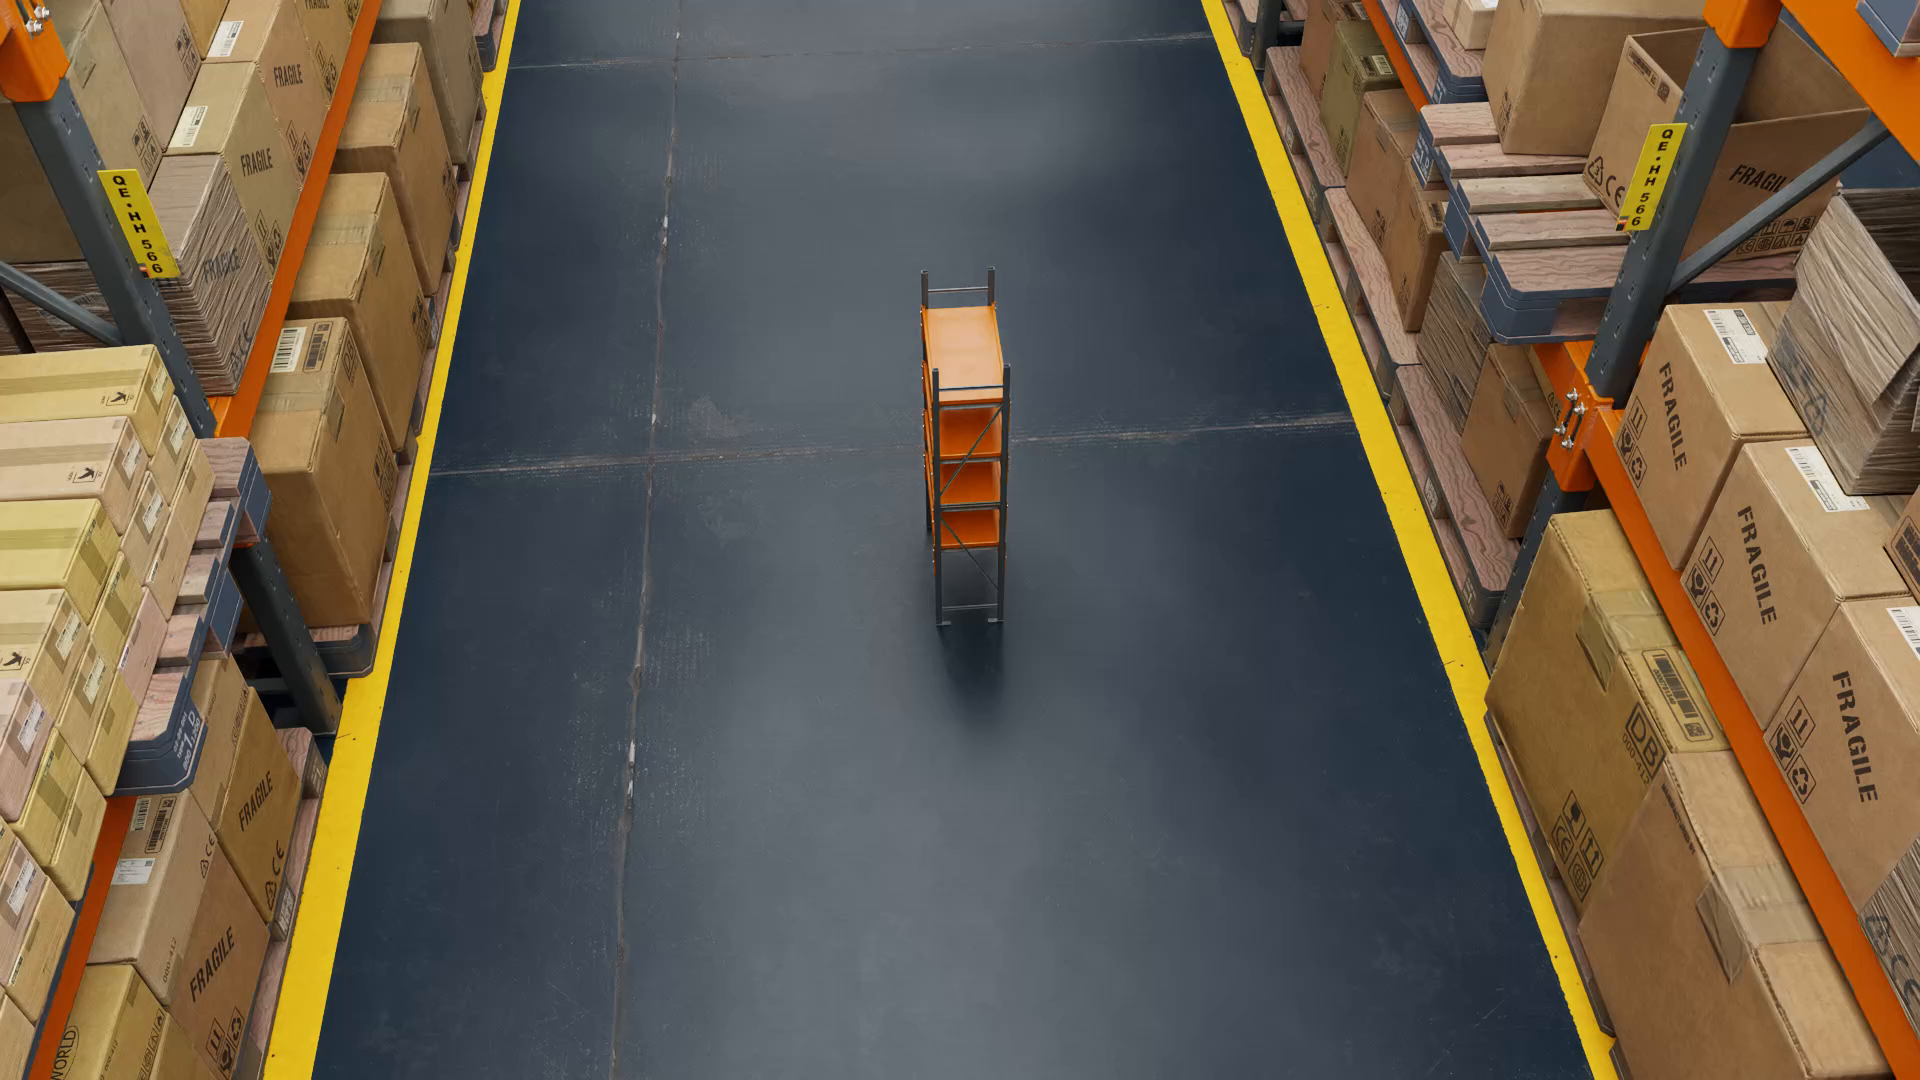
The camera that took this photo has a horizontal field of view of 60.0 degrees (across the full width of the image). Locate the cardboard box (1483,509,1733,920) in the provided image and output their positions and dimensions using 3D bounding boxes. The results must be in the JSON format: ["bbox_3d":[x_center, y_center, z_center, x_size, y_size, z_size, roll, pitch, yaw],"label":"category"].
[{"bbox_3d":[2.378,0.476,4.907,1.225,0.875,0.875,-5,47,-5],"label":"cardboard box"}]

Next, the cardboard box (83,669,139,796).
[{"bbox_3d":[-2.052,0.435,3.656,0.380,0.149,0.250,-4,47,-4],"label":"cardboard box"}]

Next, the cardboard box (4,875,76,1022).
[{"bbox_3d":[-2.008,0.817,3.294,0.380,0.149,0.250,-2,47,-2],"label":"cardboard box"}]

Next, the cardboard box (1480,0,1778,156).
[{"bbox_3d":[2.110,-1.576,5.318,0.700,0.500,0.500,3,47,3],"label":"cardboard box"}]

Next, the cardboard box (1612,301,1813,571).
[{"bbox_3d":[2.111,-0.277,4.378,0.500,0.500,0.500,-2,47,-2],"label":"cardboard box"}]

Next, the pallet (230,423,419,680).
[{"bbox_3d":[-2.601,0.001,6.103,1.003,0.211,1.213,-3,47,-3],"label":"pallet"}]

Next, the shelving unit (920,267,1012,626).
[{"bbox_3d":[0.014,-0.293,5.701,0.258,1.200,0.503,-3,47,-3],"label":"shelving unit"}]

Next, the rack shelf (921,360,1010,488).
[{"bbox_3d":[0.014,-0.400,5.587,0.258,0.148,0.480,-3,47,-3],"label":"rack shelf"}]

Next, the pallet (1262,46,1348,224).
[{"bbox_3d":[2.073,-1.983,7.982,1.003,0.211,1.213,-3,47,-3],"label":"pallet"}]

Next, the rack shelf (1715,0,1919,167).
[{"bbox_3d":[2.509,0.052,2.564,1.077,0.370,4.000,-3,47,-3],"label":"rack shelf"}]

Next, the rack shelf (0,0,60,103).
[{"bbox_3d":[-2.442,0.280,2.348,1.077,0.370,4.000,-3,47,-3],"label":"rack shelf"}]

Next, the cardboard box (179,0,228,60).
[{"bbox_3d":[-2.726,-1.823,5.153,0.700,0.500,0.500,-4,47,-4],"label":"cardboard box"}]

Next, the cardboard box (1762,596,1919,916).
[{"bbox_3d":[2.203,0.466,3.673,0.500,0.500,0.500,-4,47,-4],"label":"cardboard box"}]

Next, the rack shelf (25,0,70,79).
[{"bbox_3d":[-2.777,-2.614,5.089,1.077,0.370,4.000,-3,47,-3],"label":"rack shelf"}]

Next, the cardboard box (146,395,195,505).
[{"bbox_3d":[-2.115,-0.213,4.065,0.380,0.149,0.250,-3,47,-2],"label":"cardboard box"}]

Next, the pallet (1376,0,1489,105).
[{"bbox_3d":[2.135,-1.975,6.186,1.003,0.211,1.213,-3,47,-3],"label":"pallet"}]

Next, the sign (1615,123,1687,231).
[{"bbox_3d":[1.801,-0.942,4.333,0.100,0.325,0.005,-3,47,-3],"label":"sign"}]

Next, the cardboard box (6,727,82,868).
[{"bbox_3d":[-2.027,0.531,3.360,0.380,0.149,0.250,-4,47,-4],"label":"cardboard box"}]

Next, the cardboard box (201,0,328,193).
[{"bbox_3d":[-2.465,-1.491,5.527,0.500,0.500,0.500,-4,47,-3],"label":"cardboard box"}]

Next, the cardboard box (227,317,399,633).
[{"bbox_3d":[-2.571,-0.199,5.633,1.050,0.750,0.750,-4,47,-4],"label":"cardboard box"}]

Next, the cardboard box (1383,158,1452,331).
[{"bbox_3d":[2.152,-1.196,6.736,0.700,0.500,0.500,0,47,0],"label":"cardboard box"}]

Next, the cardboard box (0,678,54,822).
[{"bbox_3d":[-2.031,0.421,3.260,0.380,0.149,0.250,-3,47,-3],"label":"cardboard box"}]

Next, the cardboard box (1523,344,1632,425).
[{"bbox_3d":[2.255,-0.643,5.696,0.500,0.250,0.500,-2,47,-2],"label":"cardboard box"}]

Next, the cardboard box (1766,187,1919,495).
[{"bbox_3d":[2.386,-0.460,3.860,0.797,0.503,0.637,-2,47,-2],"label":"cardboard box"}]

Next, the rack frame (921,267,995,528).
[{"bbox_3d":[-0.007,-0.469,5.868,0.240,1.200,0.015,-3,47,-3],"label":"rack frame"}]

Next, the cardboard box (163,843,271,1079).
[{"bbox_3d":[-2.254,1.169,4.510,0.500,0.500,0.500,-2,47,-2],"label":"cardboard box"}]

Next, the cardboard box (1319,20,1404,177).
[{"bbox_3d":[2.058,-2.005,7.501,0.700,0.500,0.500,-4,47,-4],"label":"cardboard box"}]

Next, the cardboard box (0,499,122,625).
[{"bbox_3d":[-2.071,0.053,3.608,0.380,0.149,0.250,-2,47,-2],"label":"cardboard box"}]

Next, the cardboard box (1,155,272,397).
[{"bbox_3d":[-2.378,-0.758,4.833,0.500,0.500,0.500,-3,47,-3],"label":"cardboard box"}]

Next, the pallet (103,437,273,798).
[{"bbox_3d":[-2.444,0.193,4.134,1.213,0.211,1.003,-3,47,-3],"label":"pallet"}]

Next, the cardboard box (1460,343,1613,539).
[{"bbox_3d":[2.265,-0.386,5.968,0.700,0.500,0.500,-6,47,-5],"label":"cardboard box"}]

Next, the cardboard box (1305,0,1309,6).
[{"bbox_3d":[2.013,-3.082,8.535,0.500,0.500,0.500,-5,47,-5],"label":"cardboard box"}]

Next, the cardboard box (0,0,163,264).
[{"bbox_3d":[-2.637,-1.086,4.455,0.700,0.500,0.500,-4,47,-4],"label":"cardboard box"}]

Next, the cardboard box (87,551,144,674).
[{"bbox_3d":[-2.066,0.170,3.702,0.380,0.149,0.250,-2,47,-2],"label":"cardboard box"}]

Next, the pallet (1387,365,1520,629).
[{"bbox_3d":[2.277,-0.217,6.311,1.003,0.211,1.213,-3,47,-3],"label":"pallet"}]

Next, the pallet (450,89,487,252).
[{"bbox_3d":[-2.805,-1.764,7.775,1.003,0.211,1.213,-3,47,-3],"label":"pallet"}]

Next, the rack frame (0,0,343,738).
[{"bbox_3d":[-2.610,-0.382,4.546,1.000,3.000,0.127,-3,47,-3],"label":"rack frame"}]

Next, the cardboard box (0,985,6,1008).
[{"bbox_3d":[-1.983,0.907,3.004,0.380,0.149,0.250,-4,47,-4],"label":"cardboard box"}]

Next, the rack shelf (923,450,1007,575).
[{"bbox_3d":[0.014,-0.110,5.894,0.258,0.148,0.480,-3,47,-3],"label":"rack shelf"}]

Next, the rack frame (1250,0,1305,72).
[{"bbox_3d":[2.006,-3.505,7.503,1.000,3.000,0.127,-3,47,-3],"label":"rack frame"}]

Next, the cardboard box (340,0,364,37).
[{"bbox_3d":[-2.550,-2.218,6.216,0.500,0.500,0.500,-3,47,-3],"label":"cardboard box"}]

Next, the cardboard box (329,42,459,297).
[{"bbox_3d":[-2.726,-1.506,6.870,1.050,0.750,0.750,-3,47,-3],"label":"cardboard box"}]

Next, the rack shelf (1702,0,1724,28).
[{"bbox_3d":[2.174,-2.842,5.305,1.077,0.370,4.000,-3,47,-3],"label":"rack shelf"}]

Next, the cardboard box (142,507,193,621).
[{"bbox_3d":[-2.091,0.068,4.003,0.380,0.149,0.250,-4,47,-3],"label":"cardboard box"}]

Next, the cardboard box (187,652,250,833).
[{"bbox_3d":[-2.291,0.554,4.576,0.500,0.250,0.500,-4,47,-4],"label":"cardboard box"}]

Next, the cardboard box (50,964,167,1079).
[{"bbox_3d":[-2.211,1.287,3.881,0.500,0.250,0.500,-2,47,-2],"label":"cardboard box"}]

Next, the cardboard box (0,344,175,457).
[{"bbox_3d":[-2.112,-0.318,3.960,0.380,0.149,0.250,-5,47,-5],"label":"cardboard box"}]

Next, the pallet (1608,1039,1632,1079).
[{"bbox_3d":[2.431,1.804,4.396,1.003,0.211,1.213,-3,47,-3],"label":"pallet"}]
